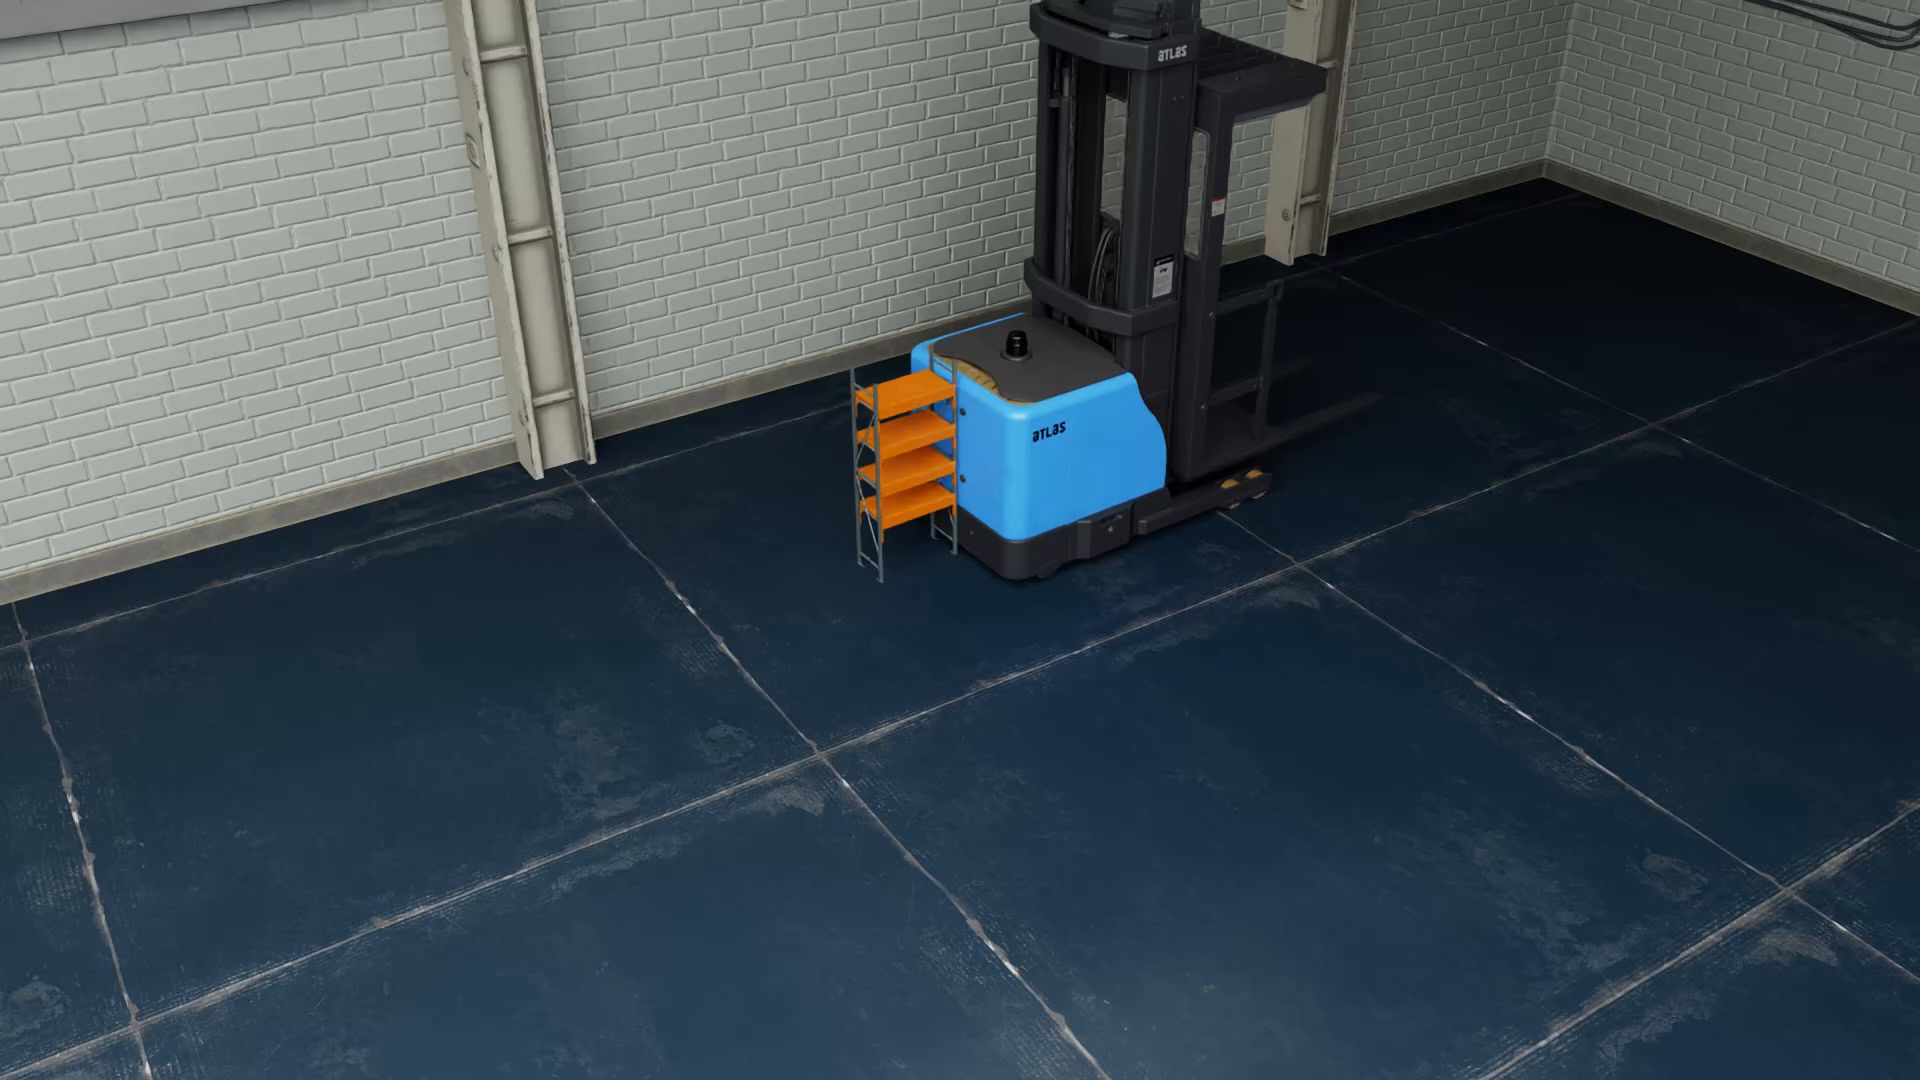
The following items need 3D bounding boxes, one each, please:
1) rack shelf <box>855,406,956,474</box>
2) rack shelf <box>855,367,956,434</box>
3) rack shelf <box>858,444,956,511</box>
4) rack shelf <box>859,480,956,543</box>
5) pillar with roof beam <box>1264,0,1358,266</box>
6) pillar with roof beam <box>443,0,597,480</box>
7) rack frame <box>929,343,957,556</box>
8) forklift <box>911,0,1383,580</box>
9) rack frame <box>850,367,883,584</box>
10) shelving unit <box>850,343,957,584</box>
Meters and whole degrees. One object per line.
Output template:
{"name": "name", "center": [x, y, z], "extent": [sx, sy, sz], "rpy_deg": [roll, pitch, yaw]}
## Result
{"name": "rack shelf", "center": [-0.290, -0.532, 8.798], "extent": [0.480, 0.148, 0.258], "rpy_deg": [-21, 38, -29]}
{"name": "rack shelf", "center": [-0.290, -0.732, 8.672], "extent": [0.480, 0.148, 0.258], "rpy_deg": [-21, 38, -29]}
{"name": "rack shelf", "center": [-0.290, -0.343, 8.917], "extent": [0.480, 0.148, 0.258], "rpy_deg": [-21, 38, -29]}
{"name": "rack shelf", "center": [-0.290, -0.175, 9.023], "extent": [0.480, 0.148, 0.258], "rpy_deg": [-21, 38, -29]}
{"name": "pillar with roof beam", "center": [4.921, -4.095, 7.428], "extent": [0.400, 9.000, 9.100], "rpy_deg": [-19, 37, -27]}
{"name": "pillar with roof beam", "center": [-0.122, -2.360, 4.679], "extent": [0.400, 9.000, 9.100], "rpy_deg": [-19, 37, -27]}
{"name": "rack frame", "center": [-0.090, -0.475, 9.000], "extent": [0.015, 1.200, 0.240], "rpy_deg": [-21, 38, -29]}
{"name": "forklift", "center": [1.216, -1.635, 9.216], "extent": [3.031, 2.935, 1.130], "rpy_deg": [-21, 38, -29]}
{"name": "rack frame", "center": [-0.490, -0.325, 8.763], "extent": [0.015, 1.200, 0.240], "rpy_deg": [-21, 38, -29]}
{"name": "shelving unit", "center": [-0.290, -0.400, 8.881], "extent": [0.503, 1.200, 0.258], "rpy_deg": [-21, 38, -29]}
